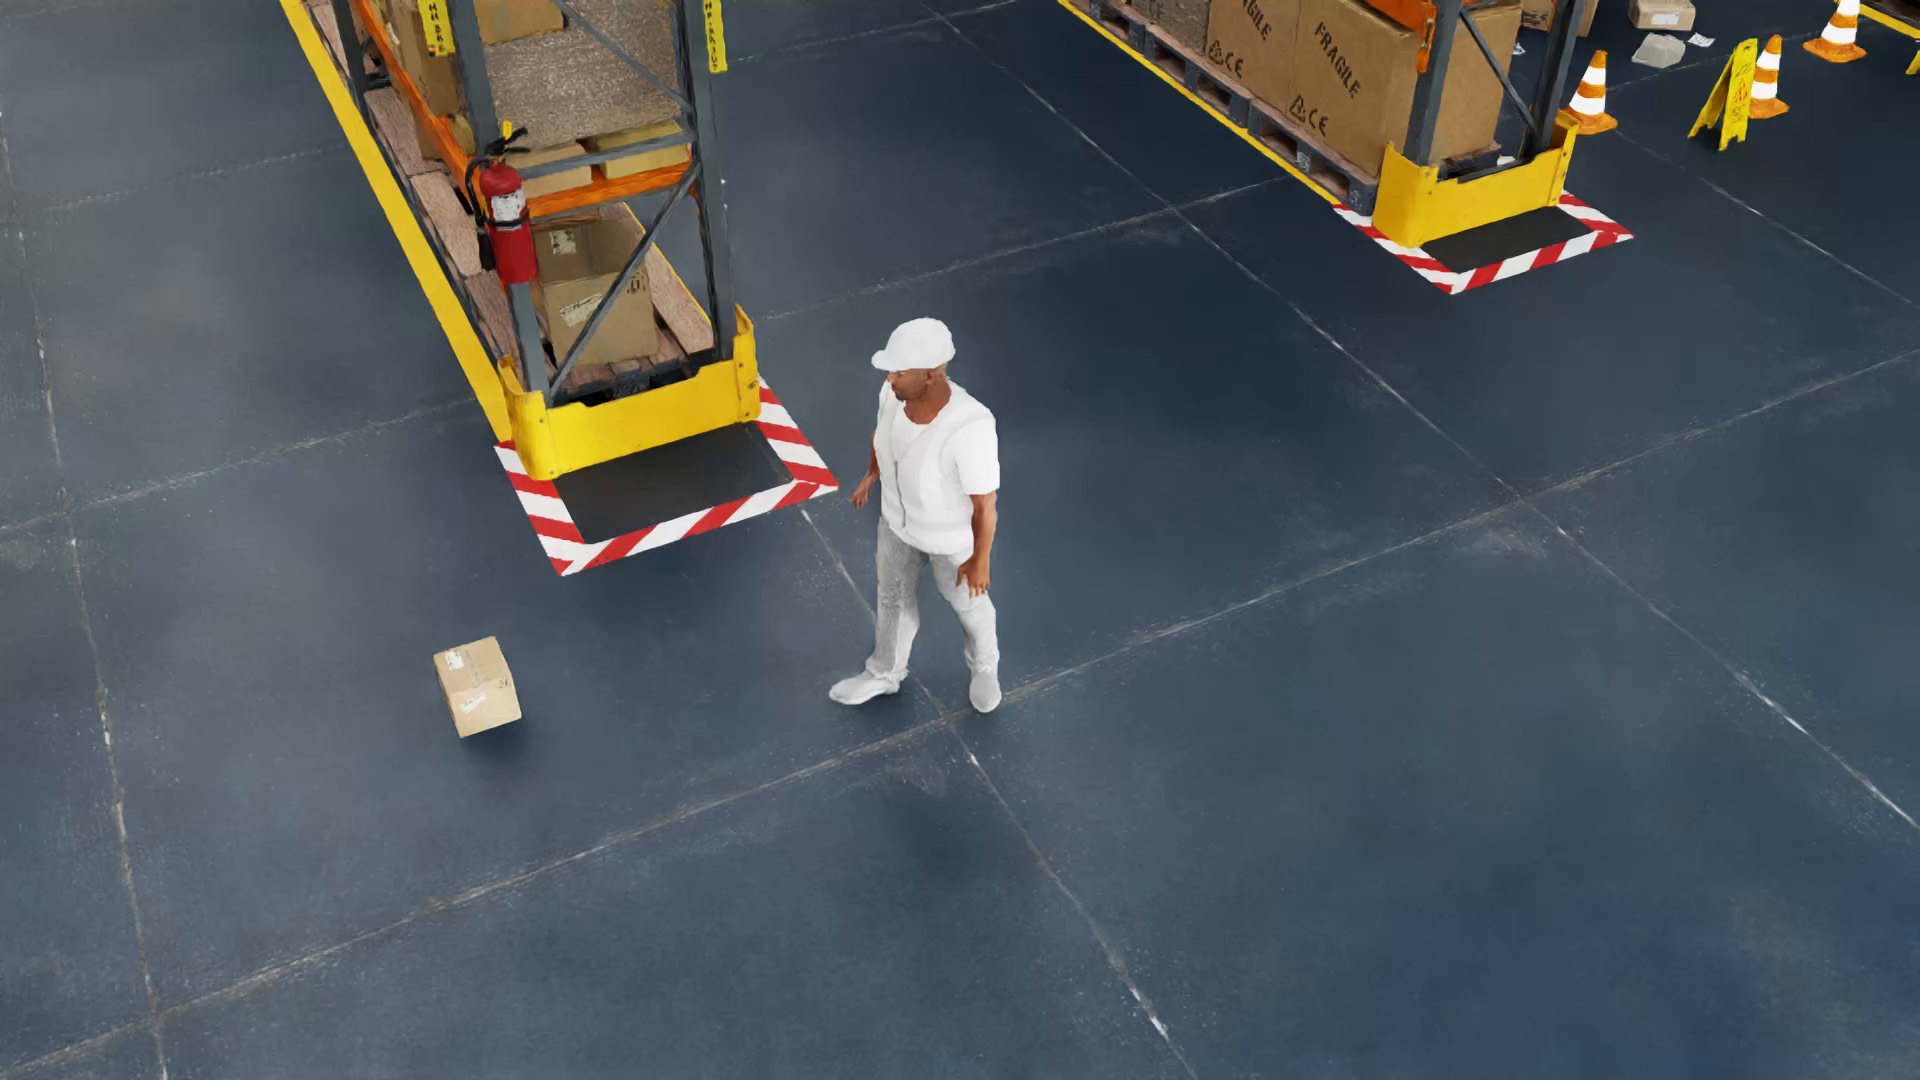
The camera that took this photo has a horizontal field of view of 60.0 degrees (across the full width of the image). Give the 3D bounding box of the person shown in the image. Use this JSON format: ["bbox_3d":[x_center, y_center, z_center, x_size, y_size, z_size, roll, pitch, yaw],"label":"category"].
[{"bbox_3d":[-0.178,-0.061,6.197,0.730,1.765,0.631,33,51,32],"label":"person"}]
